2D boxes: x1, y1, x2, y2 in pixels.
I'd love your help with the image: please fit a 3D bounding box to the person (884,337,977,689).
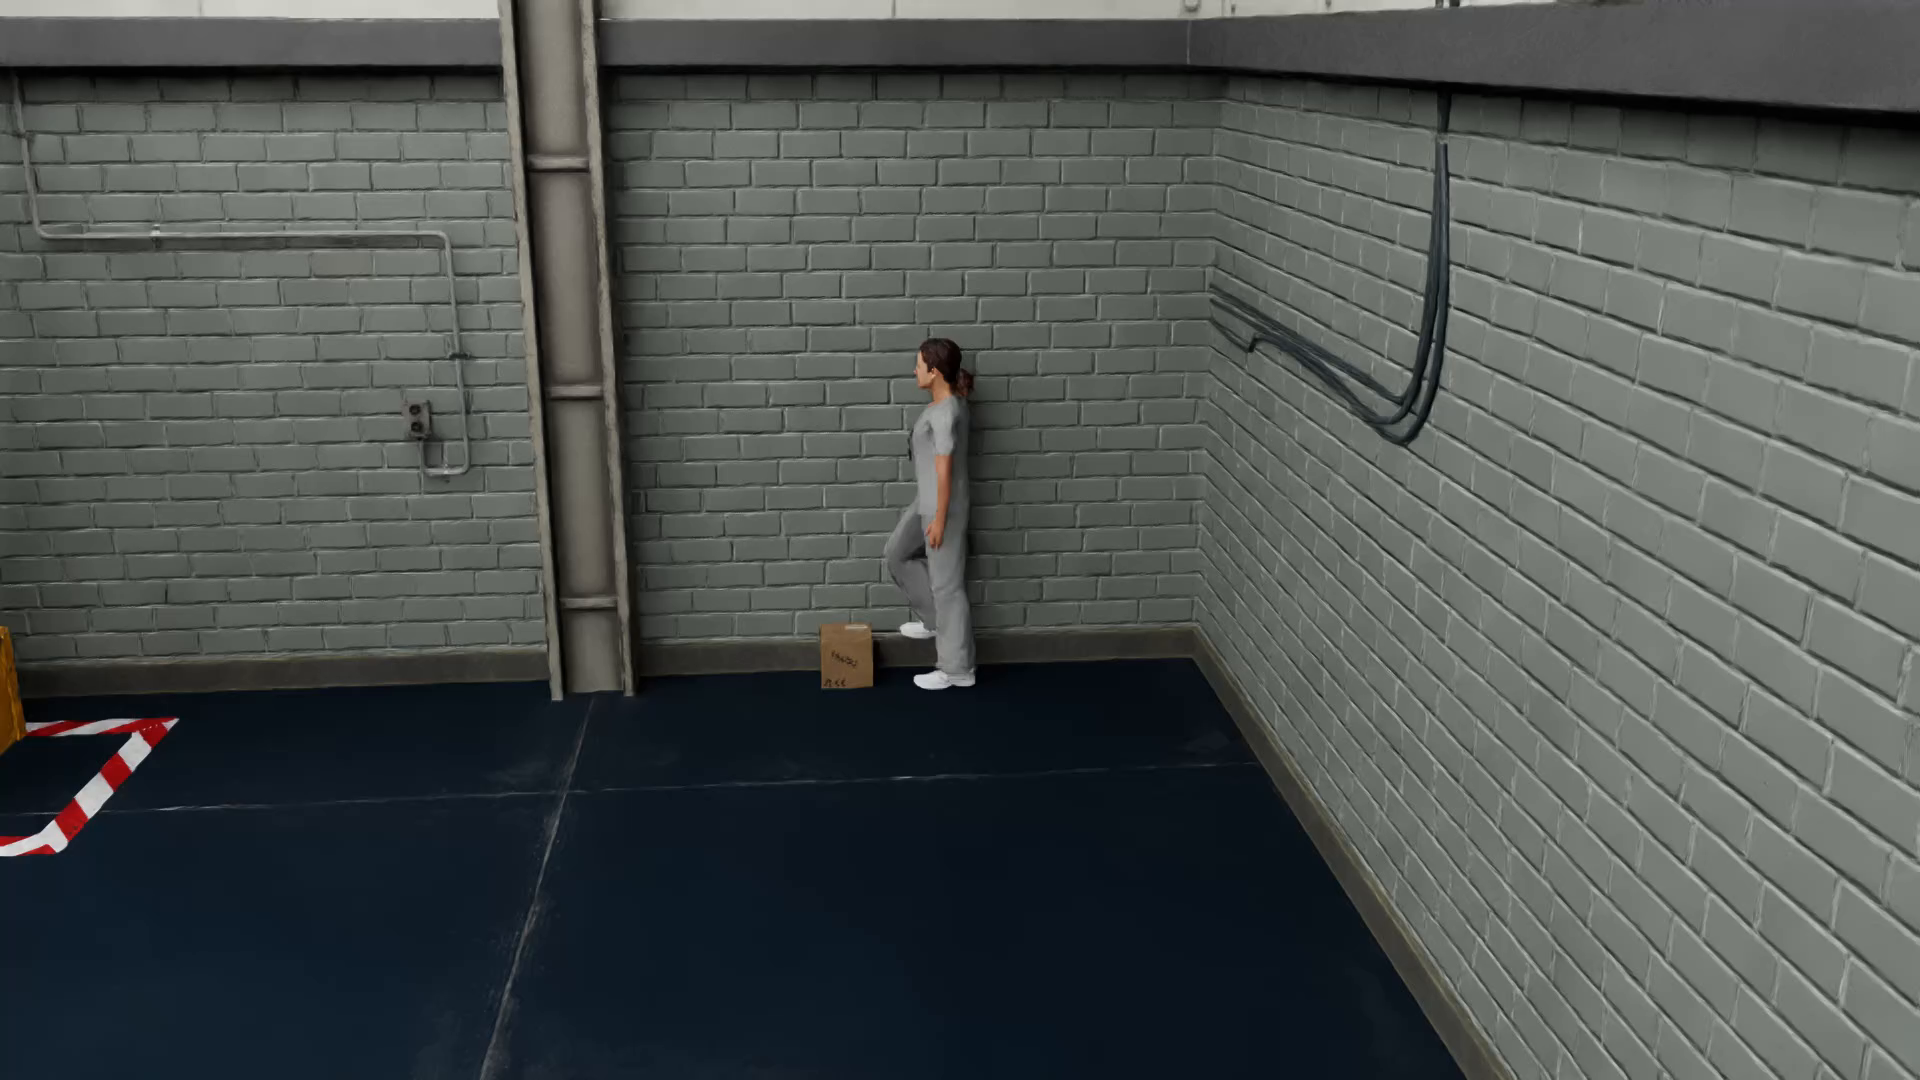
[{"bbox_3d":[-0.146,-0.141,7.982,0.480,1.679,0.462,1,17,5],"label":"person"}]
